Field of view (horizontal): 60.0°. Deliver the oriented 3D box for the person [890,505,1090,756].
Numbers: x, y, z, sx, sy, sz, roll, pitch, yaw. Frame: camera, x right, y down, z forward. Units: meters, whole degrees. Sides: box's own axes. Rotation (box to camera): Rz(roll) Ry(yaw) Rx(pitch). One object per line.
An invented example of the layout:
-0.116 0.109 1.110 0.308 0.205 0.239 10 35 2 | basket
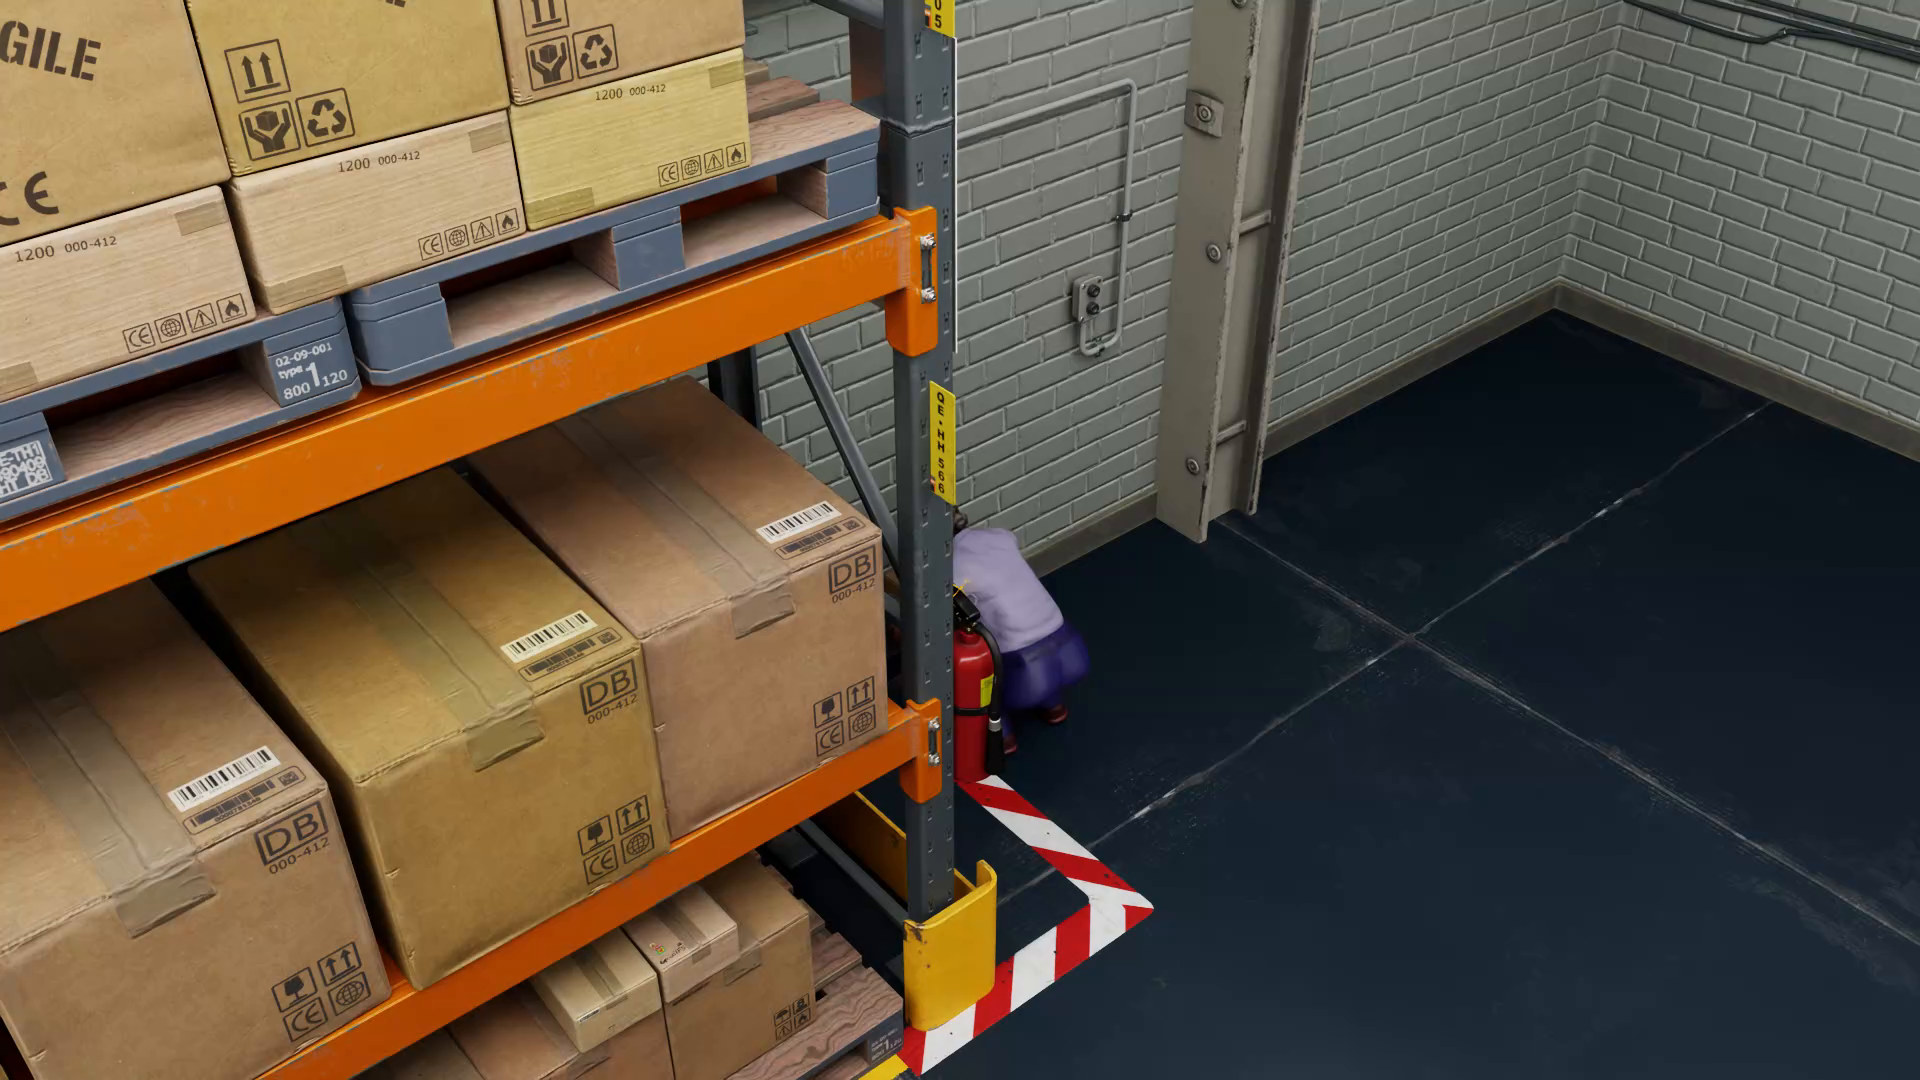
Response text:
0.098 0.297 6.392 0.529 0.913 0.838 -28 45 -33 | person
